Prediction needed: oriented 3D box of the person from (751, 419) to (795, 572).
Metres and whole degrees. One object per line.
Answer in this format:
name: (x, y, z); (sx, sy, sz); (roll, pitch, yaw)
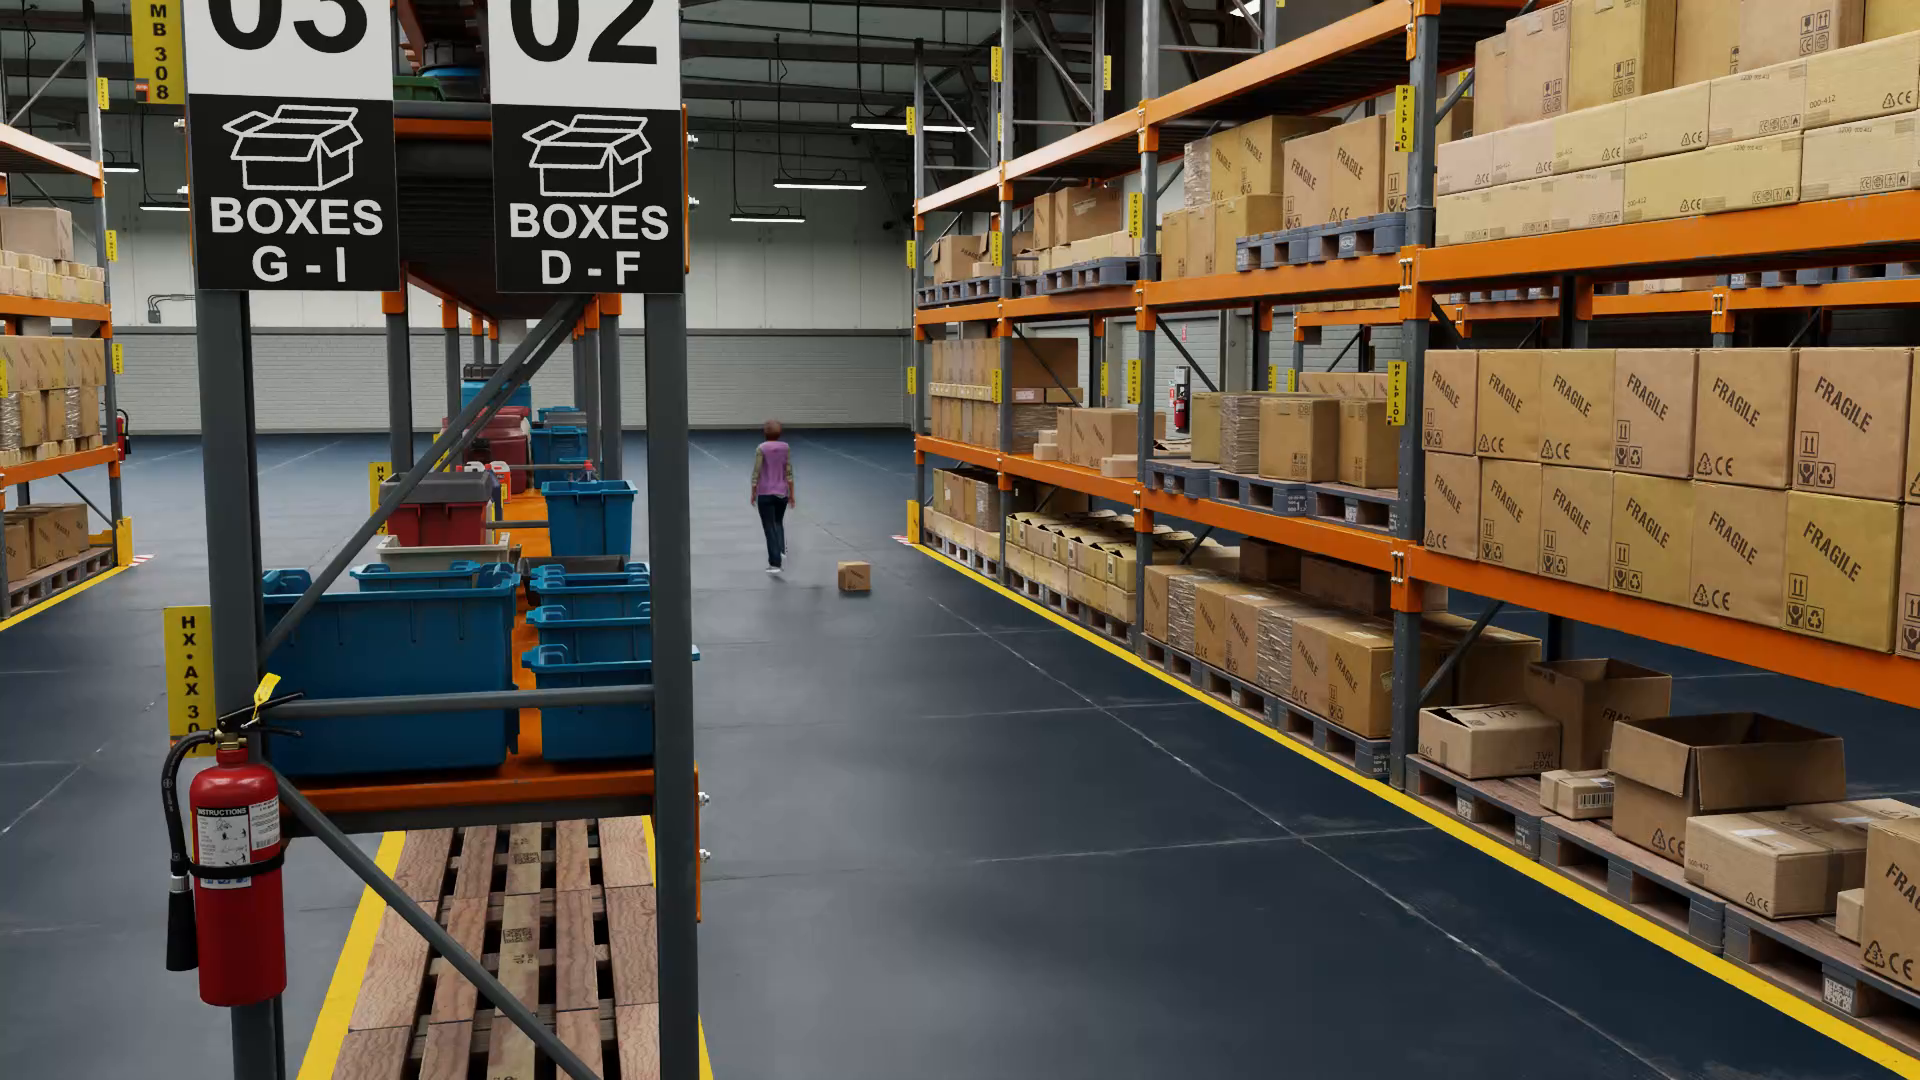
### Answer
person: (-1.961, -0.451, 17.247); (0.447, 1.609, 0.431); (-4, 7, -29)
